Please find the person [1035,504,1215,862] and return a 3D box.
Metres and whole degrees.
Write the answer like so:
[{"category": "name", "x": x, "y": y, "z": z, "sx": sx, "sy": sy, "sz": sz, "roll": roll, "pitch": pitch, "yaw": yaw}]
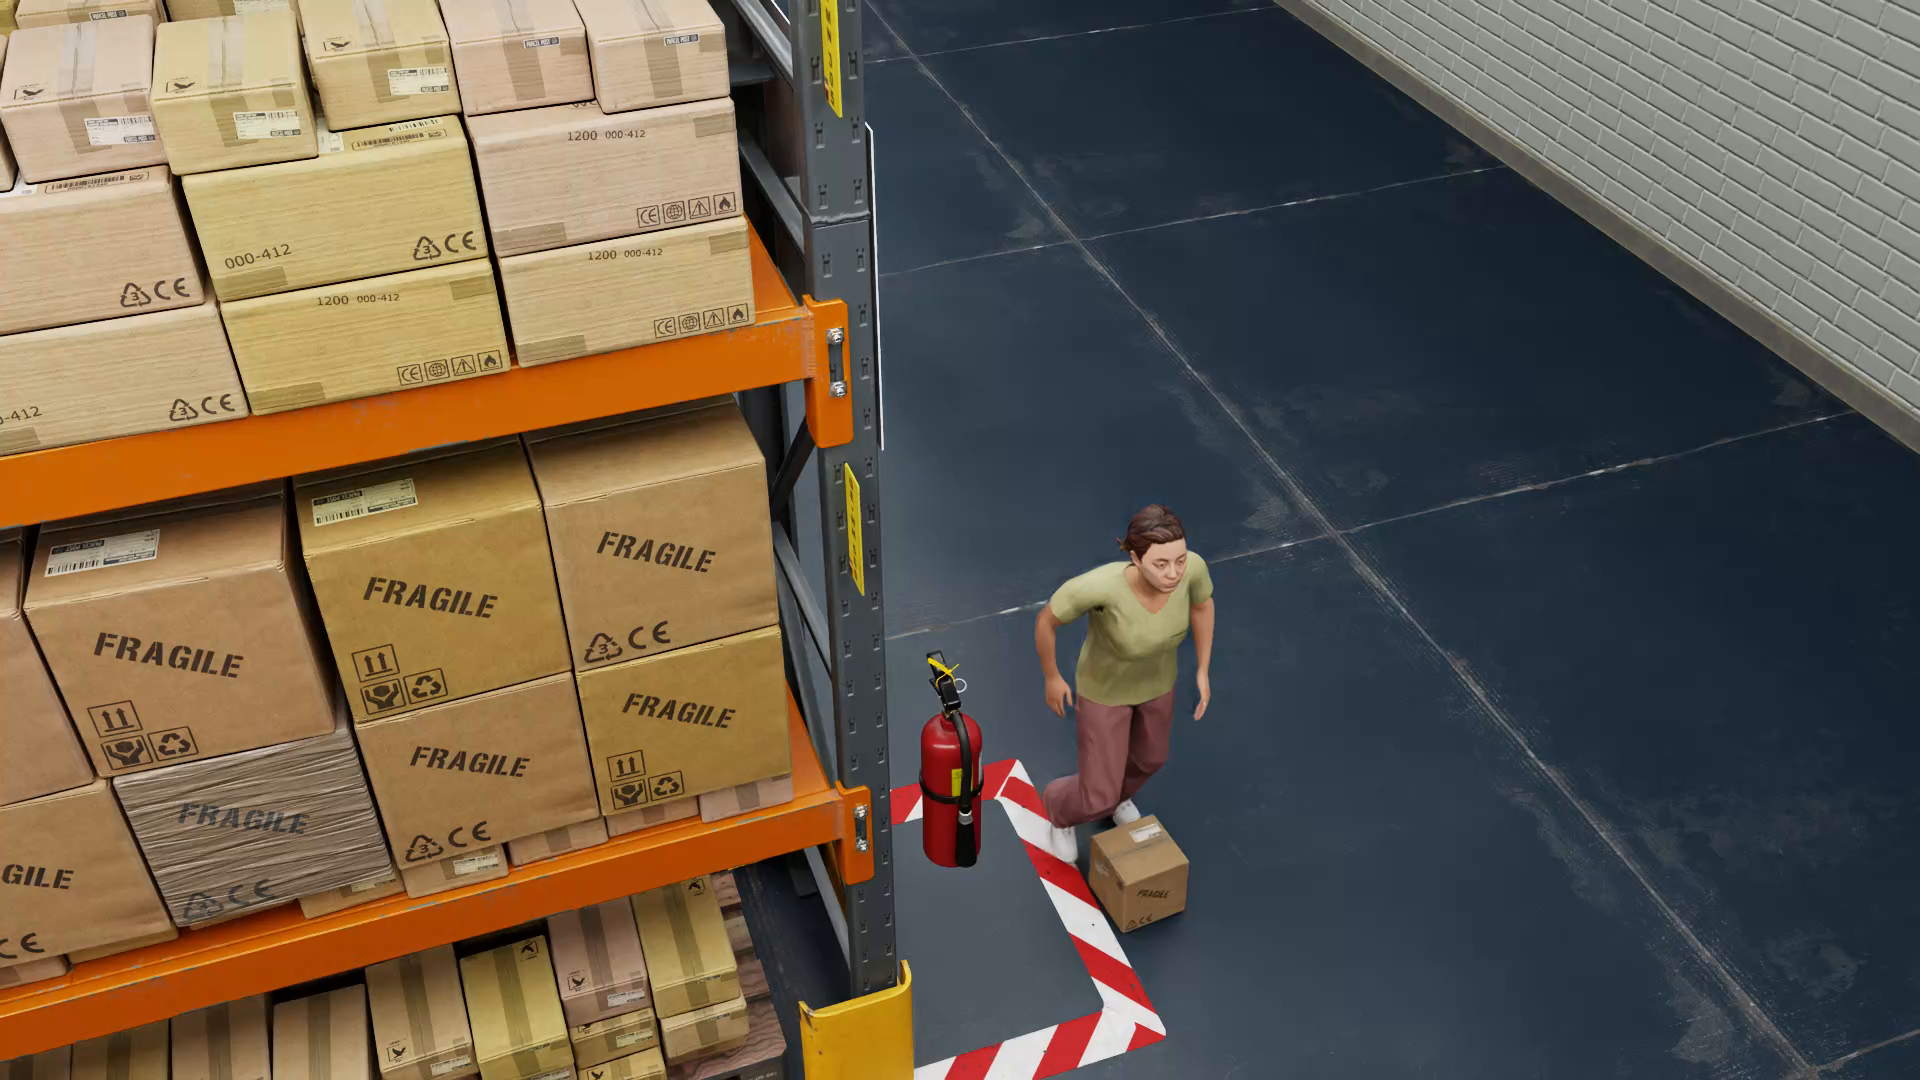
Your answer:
[{"category": "person", "x": 0.541, "y": 0.471, "z": 5.603, "sx": 0.604, "sy": 1.600, "sz": 0.547, "roll": -15, "pitch": 40, "yaw": -18}]
